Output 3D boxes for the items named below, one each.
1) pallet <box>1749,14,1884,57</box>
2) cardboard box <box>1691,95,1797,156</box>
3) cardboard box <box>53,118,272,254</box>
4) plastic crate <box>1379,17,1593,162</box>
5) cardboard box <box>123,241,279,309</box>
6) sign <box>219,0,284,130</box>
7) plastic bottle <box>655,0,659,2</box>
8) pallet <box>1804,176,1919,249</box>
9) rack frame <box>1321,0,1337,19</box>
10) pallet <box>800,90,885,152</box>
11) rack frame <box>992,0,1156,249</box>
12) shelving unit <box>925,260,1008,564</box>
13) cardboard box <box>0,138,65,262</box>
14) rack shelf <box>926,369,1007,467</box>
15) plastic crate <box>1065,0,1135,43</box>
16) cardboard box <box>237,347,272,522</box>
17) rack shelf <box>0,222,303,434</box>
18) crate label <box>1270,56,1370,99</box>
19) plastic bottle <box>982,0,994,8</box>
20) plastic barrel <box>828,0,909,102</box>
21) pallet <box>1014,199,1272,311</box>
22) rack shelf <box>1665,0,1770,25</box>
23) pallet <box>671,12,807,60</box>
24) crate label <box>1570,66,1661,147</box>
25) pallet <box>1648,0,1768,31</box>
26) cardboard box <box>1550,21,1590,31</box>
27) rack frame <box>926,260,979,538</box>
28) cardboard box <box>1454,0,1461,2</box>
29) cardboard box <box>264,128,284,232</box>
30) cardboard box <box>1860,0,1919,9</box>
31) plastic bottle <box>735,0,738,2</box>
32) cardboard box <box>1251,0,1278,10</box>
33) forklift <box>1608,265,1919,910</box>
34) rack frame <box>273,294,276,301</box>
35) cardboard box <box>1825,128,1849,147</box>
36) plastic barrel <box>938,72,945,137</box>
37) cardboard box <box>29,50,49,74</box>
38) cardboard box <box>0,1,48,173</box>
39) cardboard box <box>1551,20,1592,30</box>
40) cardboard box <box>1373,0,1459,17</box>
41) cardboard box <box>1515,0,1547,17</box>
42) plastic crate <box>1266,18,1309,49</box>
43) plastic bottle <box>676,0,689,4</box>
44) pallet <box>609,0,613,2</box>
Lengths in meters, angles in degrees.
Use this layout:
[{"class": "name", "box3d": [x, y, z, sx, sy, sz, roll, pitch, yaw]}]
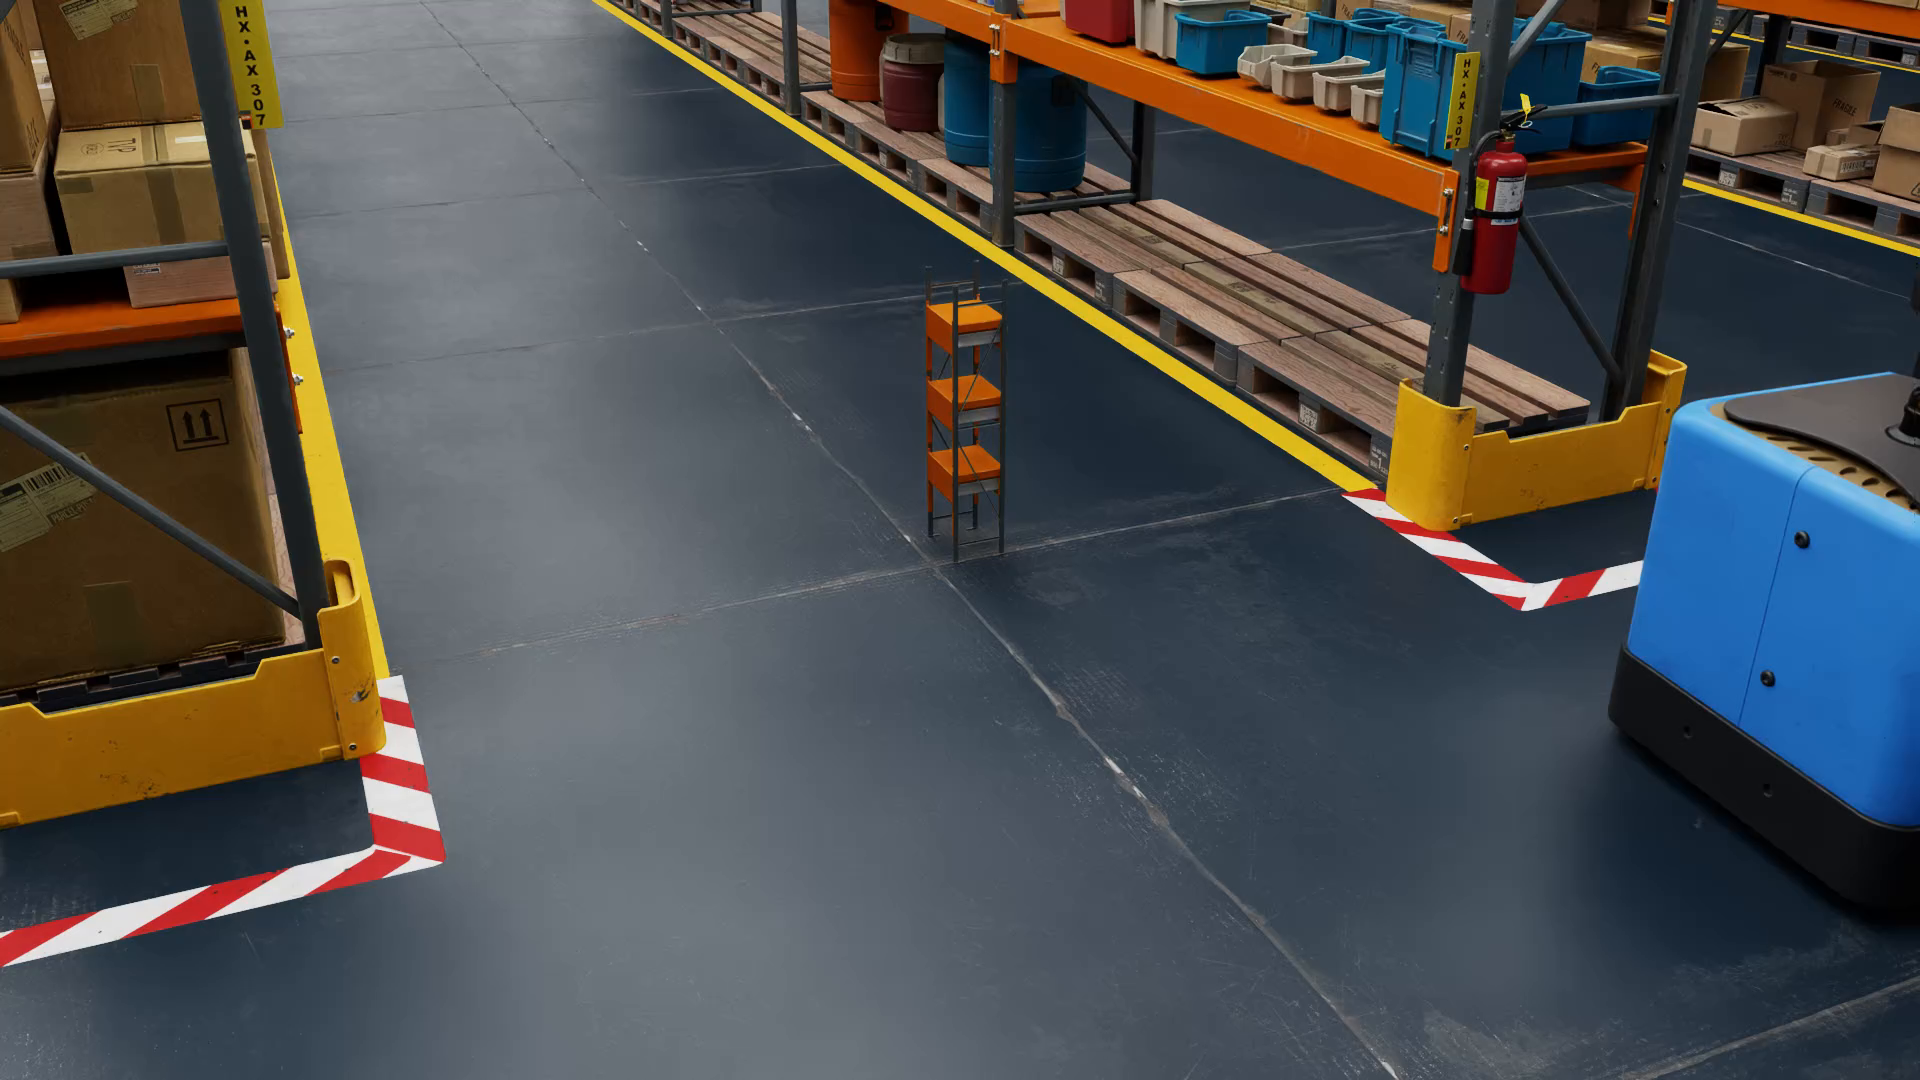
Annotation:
[{"class": "pallet", "box3d": [8.461, -4.894, 16.034, 1.003, 0.211, 1.213, -11, 28, -21]}, {"class": "cardboard box", "box3d": [5.197, -2.794, 11.117, 0.500, 0.311, 0.500, -11, 28, -21]}, {"class": "cardboard box", "box3d": [-2.258, -1.002, 4.716, 0.500, 0.250, 0.500, -11, 28, -22]}, {"class": "plastic crate", "box3d": [1.936, -1.693, 6.190, 0.616, 0.435, 0.499, -11, 28, -21]}, {"class": "cardboard box", "box3d": [-2.154, -0.783, 4.721, 0.380, 0.149, 0.250, -10, 28, -20]}, {"class": "sign", "box3d": [-1.805, -1.213, 4.239, 0.100, 0.325, 0.005, -11, 28, -21]}, {"class": "plastic bottle", "box3d": [-3.053, -5.687, 16.996, 0.144, 0.351, 0.185, -12, 29, -23]}, {"class": "pallet", "box3d": [5.981, -1.987, 10.080, 1.003, 0.211, 1.213, -11, 28, -21]}, {"class": "rack frame", "box3d": [3.665, -5.626, 14.354, 1.000, 3.000, 0.127, -11, 28, -21]}, {"class": "pallet", "box3d": [-0.547, -3.212, 12.589, 1.003, 0.211, 1.213, -11, 28, -21]}, {"class": "rack frame", "box3d": [0.673, -3.162, 9.307, 1.000, 3.000, 0.127, -11, 28, -21]}, {"class": "shelving unit", "box3d": [0.021, -0.450, 5.975, 0.215, 1.050, 0.252, -11, 28, -21]}, {"class": "cardboard box", "box3d": [-2.752, -0.912, 4.531, 0.500, 0.250, 0.500, -11, 28, -21]}, {"class": "rack shelf", "box3d": [0.021, -0.441, 5.980, 0.215, 0.259, 0.240, -11, 28, -21]}, {"class": "plastic crate", "box3d": [0.791, -2.814, 8.453, 0.402, 0.464, 0.583, -11, 28, -21]}, {"class": "cardboard box", "box3d": [-2.999, -0.542, 5.884, 0.875, 0.875, 0.875, -11, 28, -21]}, {"class": "rack shelf", "box3d": [-3.102, -1.180, 6.068, 1.077, 0.370, 4.000, -11, 28, -21]}, {"class": "crate label", "box3d": [1.521, -1.981, 7.121, 0.396, 0.136, 0.243, -11, 28, -21]}, {"class": "plastic bottle", "box3d": [0.221, -3.210, 9.546, 0.152, 0.276, 0.135, -11, 28, -21]}, {"class": "plastic barrel", "box3d": [-0.687, -3.795, 12.600, 0.600, 0.830, 0.708, -11, 28, -21]}, {"class": "pallet", "box3d": [0.996, -1.618, 9.324, 1.003, 0.211, 1.213, -11, 28, -21]}, {"class": "rack shelf", "box3d": [4.448, -4.495, 12.858, 1.077, 0.370, 4.000, -11, 28, -21]}, {"class": "pallet", "box3d": [-2.117, -4.828, 15.898, 1.003, 0.211, 1.213, -11, 28, -21]}, {"class": "crate label", "box3d": [2.445, -1.655, 6.343, 0.416, 0.233, 0.303, -11, 28, -21]}, {"class": "pallet", "box3d": [7.917, -5.541, 17.359, 1.003, 0.211, 1.213, -11, 28, -21]}, {"class": "cardboard box", "box3d": [4.393, -3.639, 12.632, 0.500, 0.500, 0.500, -10, 28, -20]}, {"class": "rack frame", "box3d": [-0.027, -0.499, 6.076, 0.200, 1.050, 0.008, -11, 28, -21]}, {"class": "cardboard box", "box3d": [4.248, -4.363, 14.115, 0.500, 0.500, 0.500, -9, 28, -19]}, {"class": "cardboard box", "box3d": [-4.505, -2.160, 9.198, 1.225, 0.875, 0.875, -12, 28, -22]}, {"class": "cardboard box", "box3d": [5.578, -3.395, 9.671, 0.500, 0.500, 0.500, -11, 28, -21]}, {"class": "plastic bottle", "box3d": [-2.261, -5.618, 17.025, 0.097, 0.201, 0.097, 0, 26, 0]}, {"class": "cardboard box", "box3d": [3.030, -4.957, 15.639, 0.500, 0.250, 0.500, -11, 28, -21]}, {"class": "forklift", "box3d": [3.521, -0.750, 4.445, 3.031, 2.935, 1.130, -9, 27, -18]}, {"class": "rack frame", "box3d": [-3.885, -2.311, 7.564, 1.000, 3.000, 0.127, -11, 28, -21]}, {"class": "cardboard box", "box3d": [5.918, -2.606, 10.916, 0.380, 0.149, 0.250, -11, 28, -21]}, {"class": "plastic barrel", "box3d": [0.059, -2.984, 11.300, 0.421, 0.512, 0.421, 0, 26, 0]}, {"class": "cardboard box", "box3d": [-3.358, -1.532, 5.801, 0.500, 0.250, 0.500, -11, 28, -21]}, {"class": "cardboard box", "box3d": [-2.751, -1.251, 4.370, 0.500, 0.500, 0.500, -10, 28, -20]}, {"class": "cardboard box", "box3d": [4.859, -3.739, 12.837, 0.500, 0.500, 0.500, -10, 28, -20]}, {"class": "cardboard box", "box3d": [3.791, -4.257, 13.898, 0.500, 0.500, 0.500, -12, 28, -22]}, {"class": "cardboard box", "box3d": [4.678, -4.266, 13.061, 0.500, 0.250, 0.500, -11, 28, -22]}, {"class": "plastic crate", "box3d": [1.631, -2.419, 8.017, 0.293, 0.136, 0.466, -11, 28, -21]}, {"class": "plastic bottle", "box3d": [-2.845, -5.634, 16.888, 0.144, 0.351, 0.185, -11, 28, -21]}, {"class": "pallet", "box3d": [-3.641, -6.402, 19.121, 1.003, 0.211, 1.213, -11, 28, -21]}]
